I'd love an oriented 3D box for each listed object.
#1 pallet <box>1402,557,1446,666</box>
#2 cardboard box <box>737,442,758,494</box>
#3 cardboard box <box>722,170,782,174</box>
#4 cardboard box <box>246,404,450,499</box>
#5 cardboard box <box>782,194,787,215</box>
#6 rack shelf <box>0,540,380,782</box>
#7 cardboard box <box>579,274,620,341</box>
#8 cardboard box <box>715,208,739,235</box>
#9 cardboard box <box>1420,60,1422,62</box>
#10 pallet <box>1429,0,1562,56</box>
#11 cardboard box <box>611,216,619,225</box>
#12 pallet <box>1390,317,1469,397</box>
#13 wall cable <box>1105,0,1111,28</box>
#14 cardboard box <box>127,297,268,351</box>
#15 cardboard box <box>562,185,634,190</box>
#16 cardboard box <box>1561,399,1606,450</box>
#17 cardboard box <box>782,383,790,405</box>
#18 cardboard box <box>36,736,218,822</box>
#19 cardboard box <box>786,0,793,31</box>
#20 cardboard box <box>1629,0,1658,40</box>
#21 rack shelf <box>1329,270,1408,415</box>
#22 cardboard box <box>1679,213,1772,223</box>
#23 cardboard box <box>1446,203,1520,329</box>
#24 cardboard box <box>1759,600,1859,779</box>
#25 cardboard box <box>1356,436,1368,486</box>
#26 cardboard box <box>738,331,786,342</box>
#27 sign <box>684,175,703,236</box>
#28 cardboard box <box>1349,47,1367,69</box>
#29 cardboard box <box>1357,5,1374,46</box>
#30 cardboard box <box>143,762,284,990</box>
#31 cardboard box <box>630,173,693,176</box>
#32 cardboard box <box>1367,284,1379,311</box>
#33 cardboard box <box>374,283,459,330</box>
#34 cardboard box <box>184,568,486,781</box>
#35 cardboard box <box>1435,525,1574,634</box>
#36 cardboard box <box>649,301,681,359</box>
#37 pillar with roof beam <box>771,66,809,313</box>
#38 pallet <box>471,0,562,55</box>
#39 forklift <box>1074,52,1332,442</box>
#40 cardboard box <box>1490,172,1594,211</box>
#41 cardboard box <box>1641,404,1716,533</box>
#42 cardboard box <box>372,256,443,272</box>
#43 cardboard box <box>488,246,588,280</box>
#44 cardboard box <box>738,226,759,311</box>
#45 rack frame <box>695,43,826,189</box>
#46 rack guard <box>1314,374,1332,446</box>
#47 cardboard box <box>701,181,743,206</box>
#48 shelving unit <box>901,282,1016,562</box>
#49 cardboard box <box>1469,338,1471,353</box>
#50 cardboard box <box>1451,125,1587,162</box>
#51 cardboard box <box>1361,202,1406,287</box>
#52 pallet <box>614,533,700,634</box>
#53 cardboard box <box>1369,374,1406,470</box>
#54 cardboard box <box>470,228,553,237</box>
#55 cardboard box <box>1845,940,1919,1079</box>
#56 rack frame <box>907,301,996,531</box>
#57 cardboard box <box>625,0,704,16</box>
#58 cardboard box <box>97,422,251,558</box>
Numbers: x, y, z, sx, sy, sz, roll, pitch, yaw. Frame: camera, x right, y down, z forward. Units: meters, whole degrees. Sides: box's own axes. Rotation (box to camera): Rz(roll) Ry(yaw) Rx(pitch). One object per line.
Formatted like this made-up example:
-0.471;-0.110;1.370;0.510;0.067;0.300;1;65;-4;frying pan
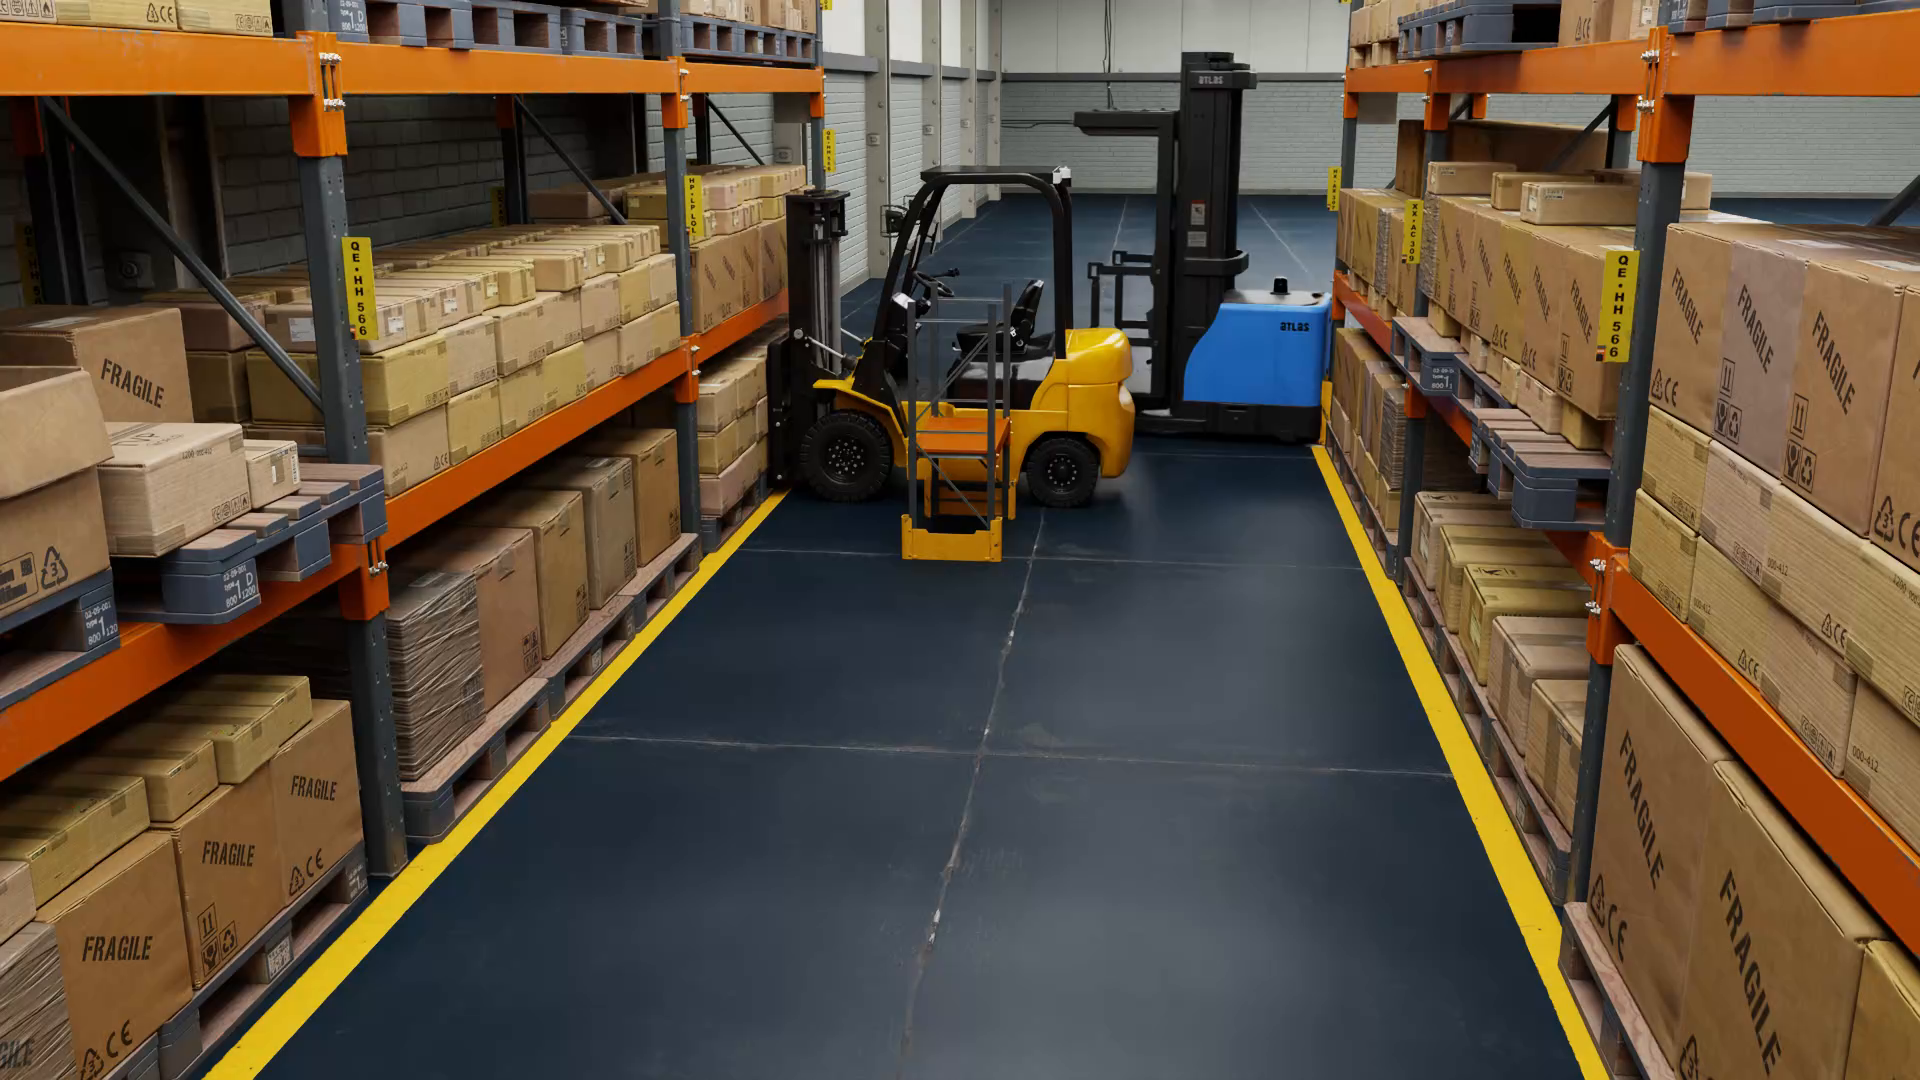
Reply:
2.837;0.361;8.423;1.003;0.211;1.213;2;15;6;pallet
-1.583;-0.456;10.564;0.500;0.250;0.500;1;15;5;cardboard box
-1.490;-2.580;11.952;0.380;0.149;0.250;2;15;7;cardboard box
-2.167;-0.331;5.925;0.500;0.250;0.500;2;15;6;cardboard box
-1.430;-2.366;11.731;0.380;0.149;0.250;1;15;4;cardboard box
-2.686;0.571;3.682;1.077;0.370;4.000;2;15;6;rack shelf
-1.924;-1.100;7.815;0.500;0.250;0.500;2;15;7;cardboard box
-1.580;-1.966;10.253;0.380;0.149;0.250;2;15;7;cardboard box
2.777;-2.735;9.264;0.380;0.149;0.250;2;15;7;cardboard box
2.634;-2.119;6.864;1.213;0.211;1.003;2;15;6;pallet
-2.234;-1.851;9.826;0.380;0.149;0.250;1;15;5;cardboard box
2.693;-0.901;8.114;1.003;0.211;1.213;2;15;6;pallet
5.188;-14.477;42.735;3.097;2.526;0.112;2;15;6;wall cable
-2.624;-0.747;5.743;0.380;0.149;0.250;2;15;8;cardboard box
-2.187;-2.062;10.037;0.380;0.149;0.250;2;15;6;cardboard box
2.234;-0.395;5.553;0.380;0.149;0.250;2;15;7;cardboard box
-1.466;-0.957;11.461;0.500;0.250;0.500;2;15;6;cardboard box
-2.338;0.670;4.679;0.380;0.149;0.250;1;15;4;cardboard box
-1.378;-3.714;11.667;0.396;0.266;0.258;2;15;6;cardboard box
2.319;-1.629;5.175;0.380;0.149;0.250;2;15;6;cardboard box
3.150;-1.359;10.818;1.077;0.370;4.000;2;15;6;rack shelf
2.922;-1.057;6.759;0.500;0.500;0.500;1;15;4;cardboard box
2.461;-1.211;7.328;0.500;0.500;0.500;2;15;6;cardboard box
2.062;0.312;3.550;0.500;0.250;0.500;2;15;8;cardboard box
2.836;-0.494;10.706;0.500;0.250;0.500;2;15;7;cardboard box
-1.398;-1.336;11.902;0.500;0.250;0.500;2;15;7;cardboard box
-1.468;-1.840;9.153;0.100;0.325;0.005;2;15;6;sign
3.015;-3.475;12.001;0.380;0.149;0.250;2;15;6;cardboard box
2.987;-3.491;11.297;0.500;0.250;0.500;1;15;5;cardboard box
-2.361;0.954;4.870;0.500;0.500;0.500;1;15;5;cardboard box
-2.061;-2.460;11.510;0.380;0.149;0.250;1;15;5;cardboard box
2.820;-1.555;10.648;0.380;0.149;0.250;2;15;7;cardboard box
-2.099;-0.867;6.188;0.380;0.149;0.250;2;15;8;cardboard box
-2.376;0.487;6.359;0.875;0.625;0.625;2;15;8;cardboard box
2.789;0.201;7.901;0.950;0.372;0.625;3;15;10;cardboard box
-1.805;-1.122;8.851;0.500;0.250;0.500;2;15;8;cardboard box
2.423;-6.541;17.113;9.100;9.000;0.400;2;15;6;pillar with roof beam
-2.349;-2.121;6.873;1.003;0.211;1.213;2;15;9;pallet
1.452;-2.370;13.312;3.031;2.935;1.130;4;16;15;forklift
2.499;-1.499;7.149;0.380;0.149;0.250;3;15;9;cardboard box
2.170;-0.195;4.465;0.500;0.250;0.500;2;15;6;cardboard box
-2.470;-1.146;7.218;0.380;0.149;0.250;2;15;8;cardboard box
-1.941;-1.266;7.665;0.380;0.149;0.250;2;15;7;cardboard box
-1.601;-1.755;10.715;0.500;0.500;0.500;2;15;6;cardboard box
-1.557;-2.370;13.180;1.000;3.000;0.127;2;15;6;rack frame
3.367;-0.998;12.896;1.175;0.500;0.348;2;15;6;rack guard
-1.585;-2.180;10.474;0.380;0.149;0.250;1;15;5;cardboard box
0.009;-0.744;10.039;0.587;1.500;1.083;2;15;6;shelving unit
2.454;-0.865;7.291;0.380;0.149;0.250;2;15;7;cardboard box
3.352;-2.231;9.988;0.700;0.500;0.500;1;15;5;cardboard box
2.885;-1.903;10.692;0.500;0.500;0.500;1;15;5;cardboard box
-2.053;0.206;8.996;1.003;0.211;1.213;2;15;6;pallet
2.780;-0.718;10.097;0.500;0.500;0.500;2;15;7;cardboard box
-2.344;-1.541;8.680;0.380;0.149;0.250;1;15;4;cardboard box
2.106;1.313;2.826;0.875;0.875;0.875;2;15;8;cardboard box
-0.048;-0.614;9.561;0.500;1.500;0.032;2;15;6;rack frame
-1.656;-3.018;9.314;0.380;0.149;0.250;2;15;7;cardboard box
-2.257;-0.142;4.424;0.500;0.250;0.500;1;15;4;cardboard box
